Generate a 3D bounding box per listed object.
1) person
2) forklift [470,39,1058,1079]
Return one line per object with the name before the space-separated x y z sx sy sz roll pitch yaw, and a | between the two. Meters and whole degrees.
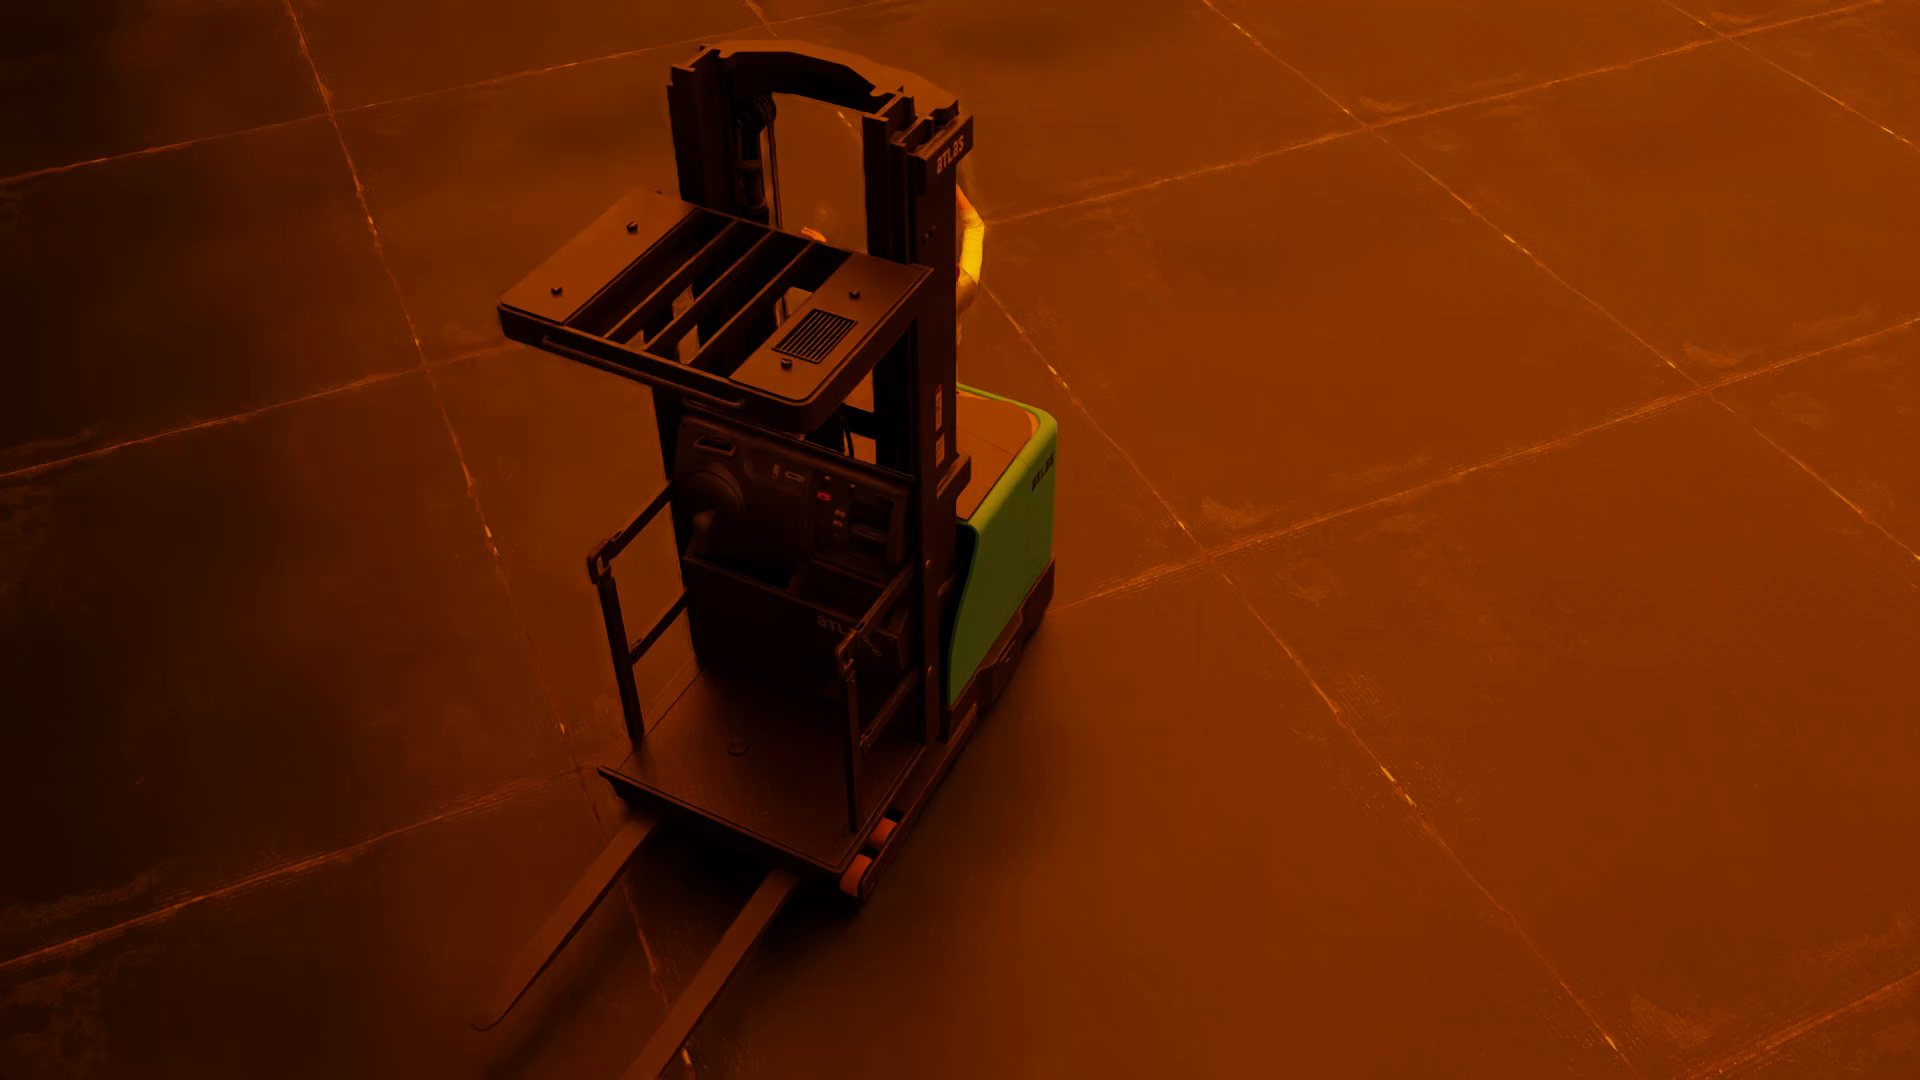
person | -0.296 -0.993 7.791 0.887 1.504 0.696 -16 45 -17
forklift | -0.701 -0.058 5.742 1.130 2.935 3.031 19 46 19
